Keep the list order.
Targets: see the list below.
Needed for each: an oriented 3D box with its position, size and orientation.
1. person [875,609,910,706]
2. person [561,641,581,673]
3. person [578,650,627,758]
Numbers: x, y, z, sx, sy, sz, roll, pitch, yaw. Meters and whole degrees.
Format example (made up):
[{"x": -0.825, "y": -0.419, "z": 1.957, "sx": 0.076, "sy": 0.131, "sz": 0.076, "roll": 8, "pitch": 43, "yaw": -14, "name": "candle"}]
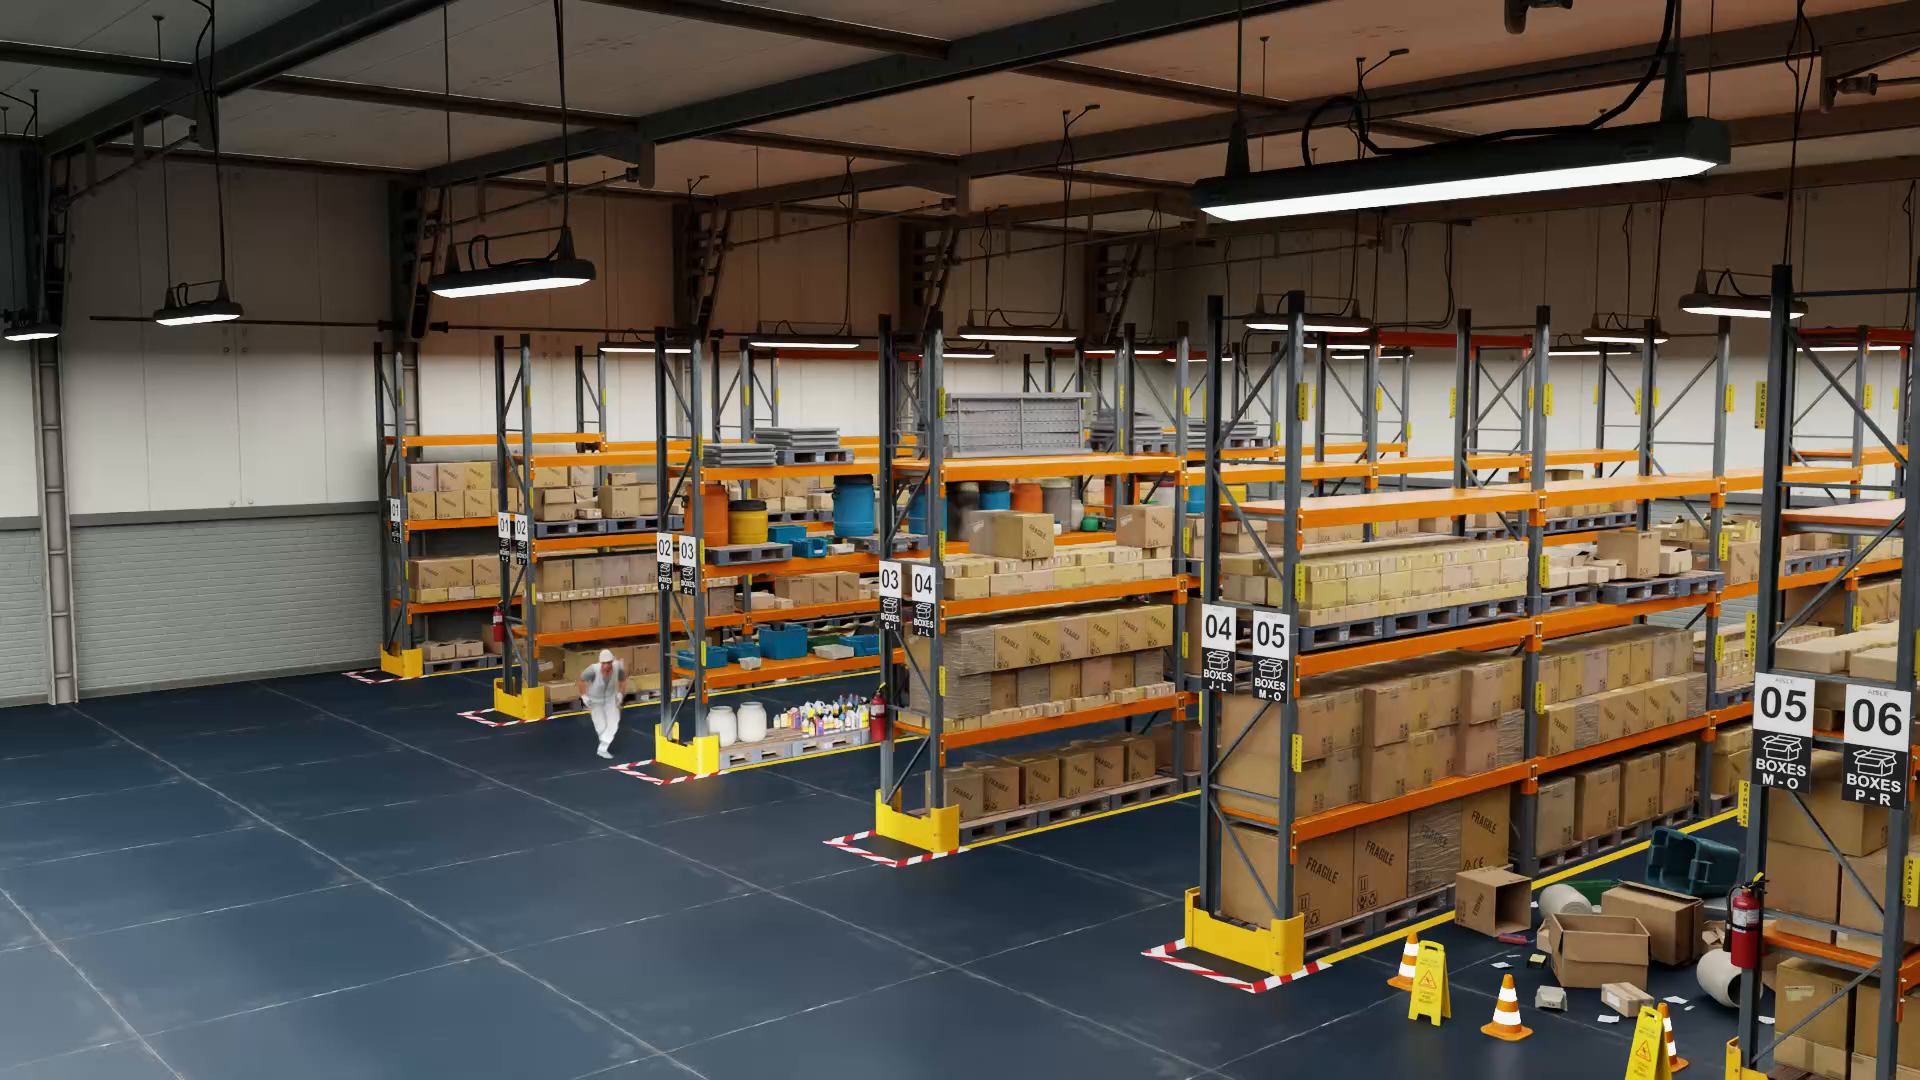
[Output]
[{"x": -1.066, "y": 1.893, "z": 26.988, "sx": 0.630, "sy": 1.658, "sz": 0.738, "roll": 3, "pitch": 6, "yaw": 30, "name": "person"}, {"x": -6.680, "y": 1.768, "z": 28.661, "sx": 0.797, "sy": 1.554, "sz": 0.529, "roll": -5, "pitch": 7, "yaw": -44, "name": "person"}, {"x": -5.020, "y": 2.272, "z": 23.310, "sx": 0.672, "sy": 1.571, "sz": 1.026, "roll": -2, "pitch": 6, "yaw": -22, "name": "person"}]
